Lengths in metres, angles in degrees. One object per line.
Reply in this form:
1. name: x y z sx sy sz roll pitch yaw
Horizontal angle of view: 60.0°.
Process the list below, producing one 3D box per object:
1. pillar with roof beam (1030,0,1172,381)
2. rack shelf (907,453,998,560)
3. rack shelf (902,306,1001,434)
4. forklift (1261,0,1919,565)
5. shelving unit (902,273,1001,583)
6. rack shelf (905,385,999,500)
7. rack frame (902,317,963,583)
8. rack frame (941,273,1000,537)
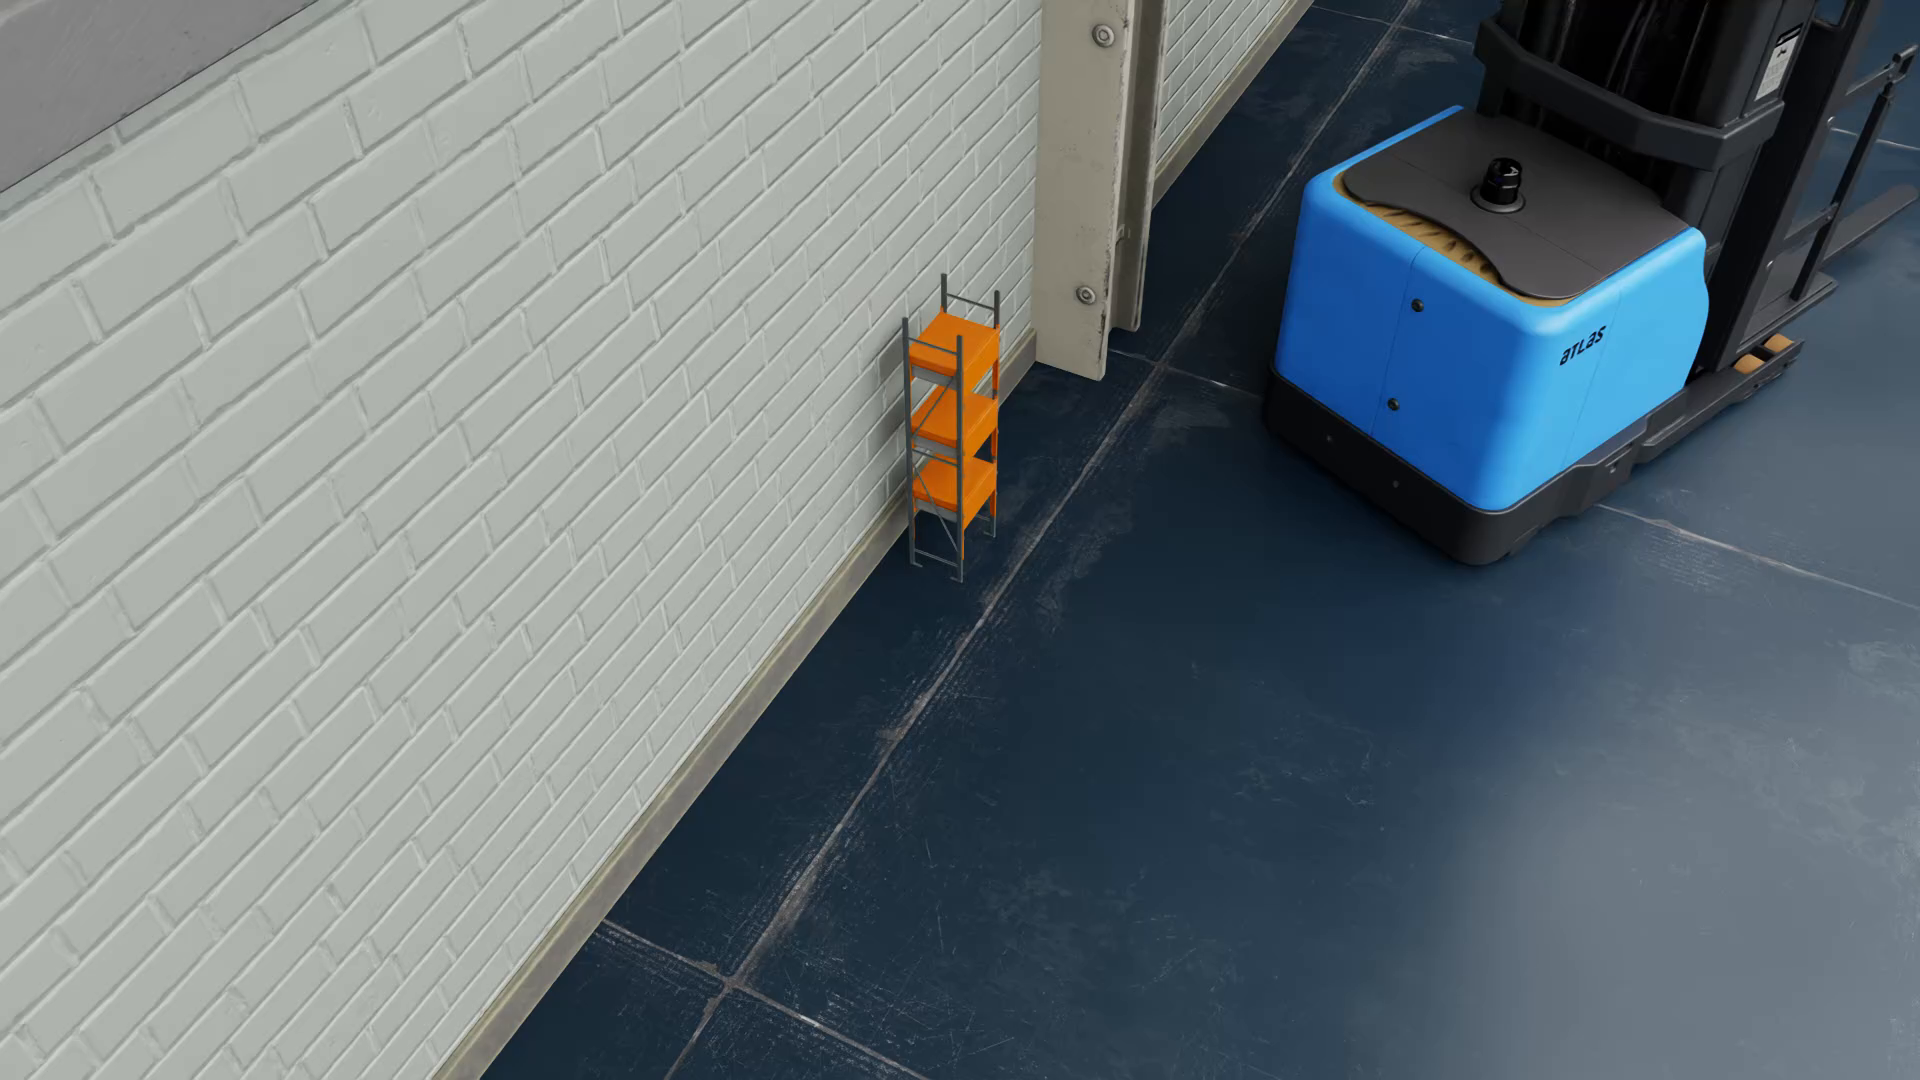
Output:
1. pillar with roof beam: 4.301 -2.523 1.917 9.100 9.000 0.400 20 49 19
2. rack shelf: -0.025 -0.133 5.548 0.215 0.259 0.240 20 49 19
3. rack shelf: -0.025 -0.527 5.149 0.215 0.259 0.240 20 49 19
4. forklift: 2.572 -1.829 5.497 3.031 2.935 1.130 -30 52 -26
5. shelving unit: -0.025 -0.335 5.343 0.215 1.050 0.252 20 49 19
6. rack shelf: -0.025 -0.328 5.351 0.215 0.259 0.240 20 49 19
7. rack frame: -0.081 -0.258 5.267 0.200 1.050 0.008 20 49 19
8. rack frame: 0.032 -0.412 5.419 0.200 1.050 0.008 20 49 19
